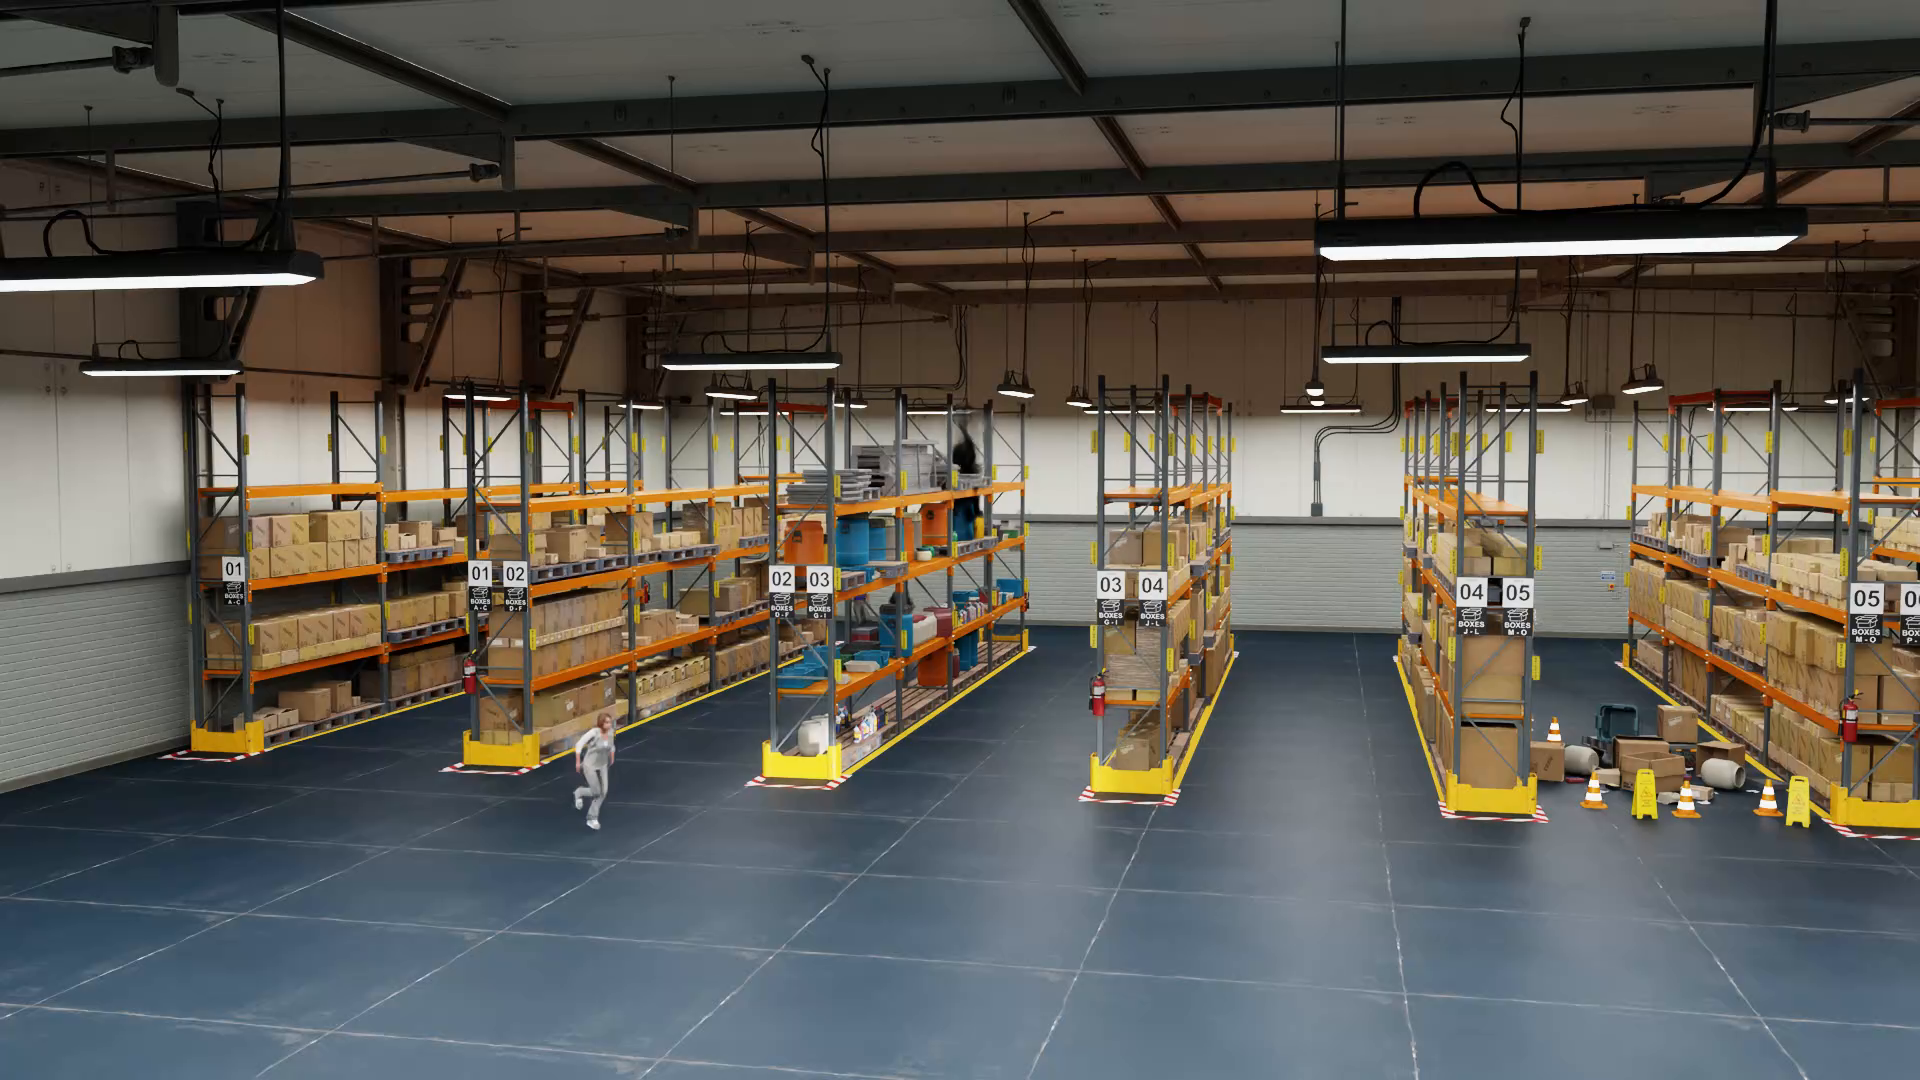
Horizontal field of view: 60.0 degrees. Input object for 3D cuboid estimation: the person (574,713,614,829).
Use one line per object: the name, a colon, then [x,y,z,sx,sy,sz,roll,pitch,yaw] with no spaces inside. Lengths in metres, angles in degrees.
person: [-4.818,3.011,21.824,0.700,1.539,0.482,2,4,36]

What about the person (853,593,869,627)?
person: [-2.592,1.831,43.204,0.533,1.387,0.514,-1,3,-20]

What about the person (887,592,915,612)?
person: [-1.338,1.761,37.165,0.660,1.682,0.599,1,3,17]
